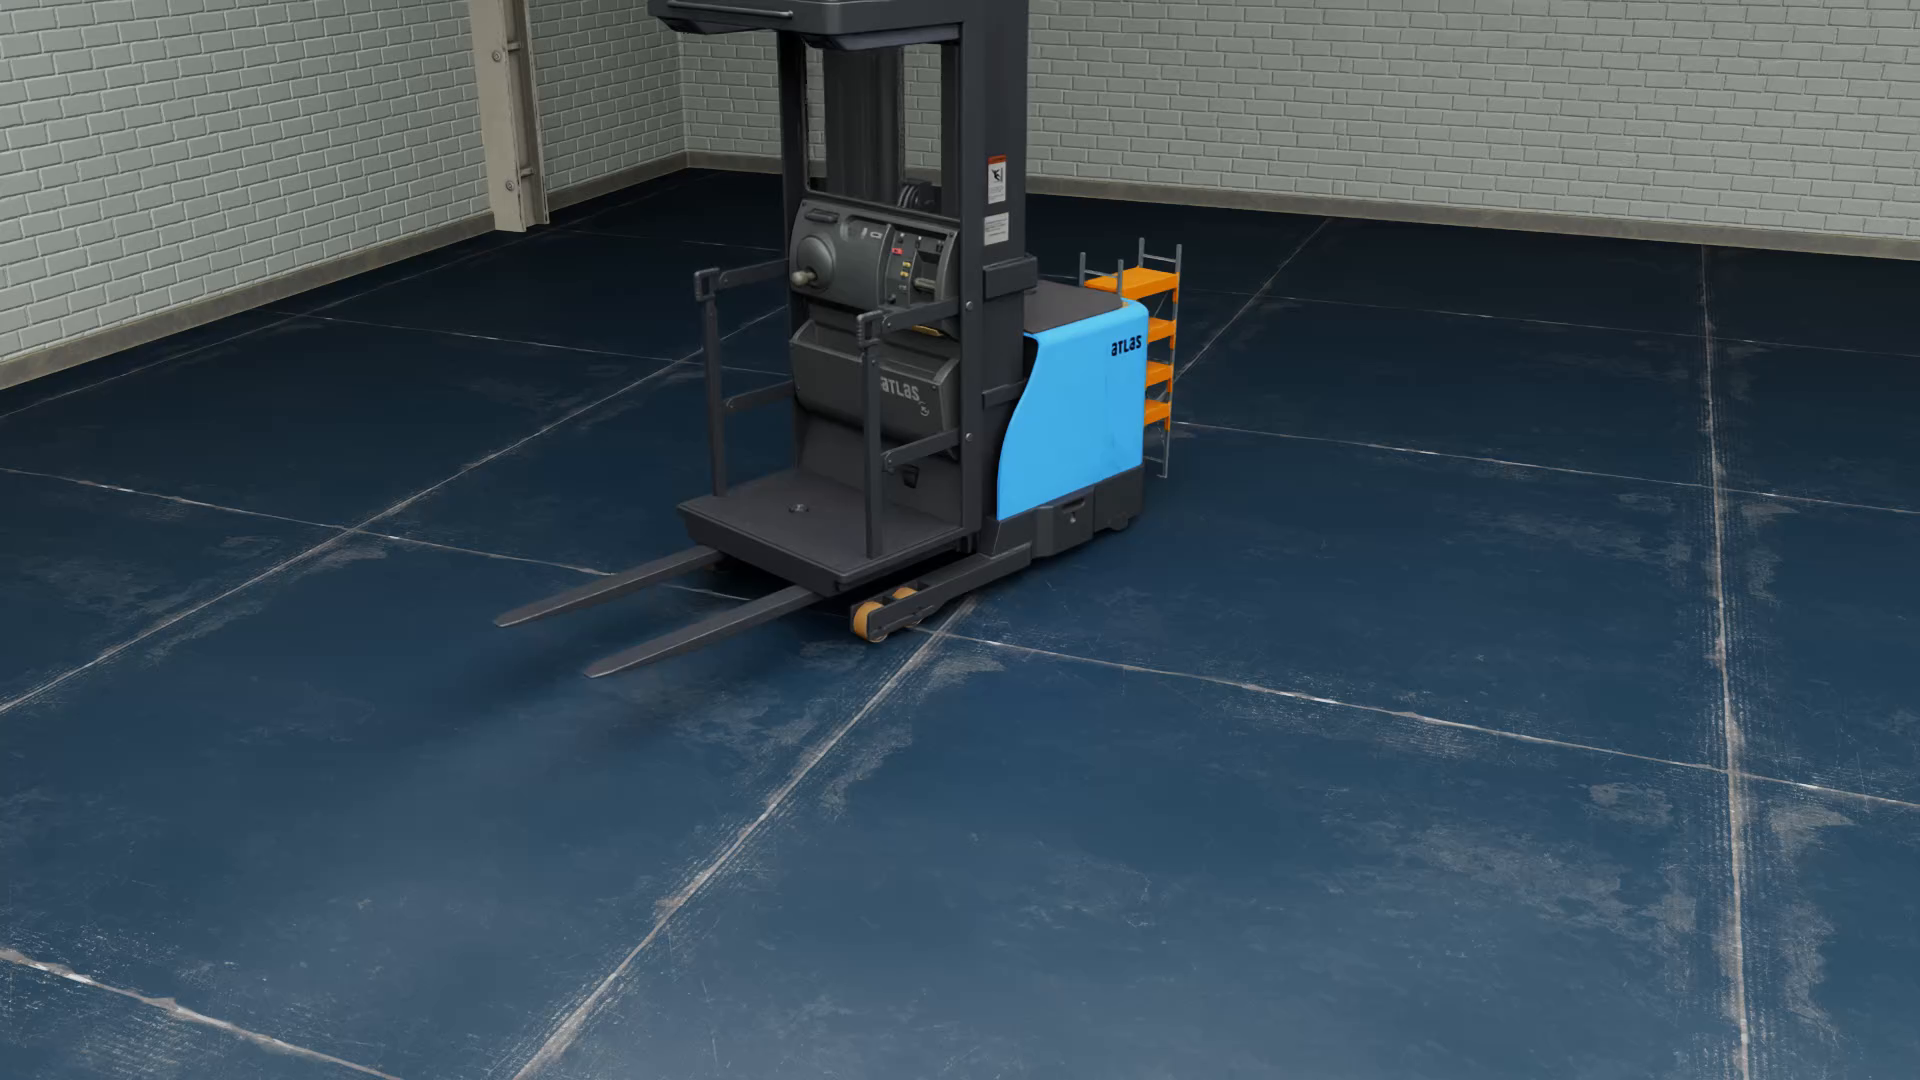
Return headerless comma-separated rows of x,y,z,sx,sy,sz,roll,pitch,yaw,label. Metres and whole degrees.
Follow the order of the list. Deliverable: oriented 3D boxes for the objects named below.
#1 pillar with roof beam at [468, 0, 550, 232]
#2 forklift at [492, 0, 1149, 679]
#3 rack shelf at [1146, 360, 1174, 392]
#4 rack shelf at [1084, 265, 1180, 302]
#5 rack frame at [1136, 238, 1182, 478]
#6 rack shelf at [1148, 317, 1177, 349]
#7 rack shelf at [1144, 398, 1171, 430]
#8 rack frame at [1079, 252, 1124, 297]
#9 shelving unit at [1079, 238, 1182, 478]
0.267,-6.205,10.931,9.100,9.000,0.400,9,24,20,pillar with roof beam
-0.513,-1.159,6.721,1.130,2.935,3.031,20,30,40,forklift
0.813,-0.775,8.209,0.258,0.148,0.480,18,28,37,rack shelf
0.820,-1.203,8.039,0.258,0.148,0.480,18,28,37,rack shelf
0.973,-0.904,8.357,0.240,1.200,0.015,18,28,37,rack frame
0.816,-0.983,8.127,0.258,0.148,0.480,18,28,37,rack shelf
0.810,-0.591,8.283,0.258,0.148,0.480,18,28,37,rack shelf
0.655,-0.771,8.011,0.240,1.200,0.015,18,28,37,rack frame
0.814,-0.838,8.184,0.258,1.200,0.503,18,28,37,shelving unit
